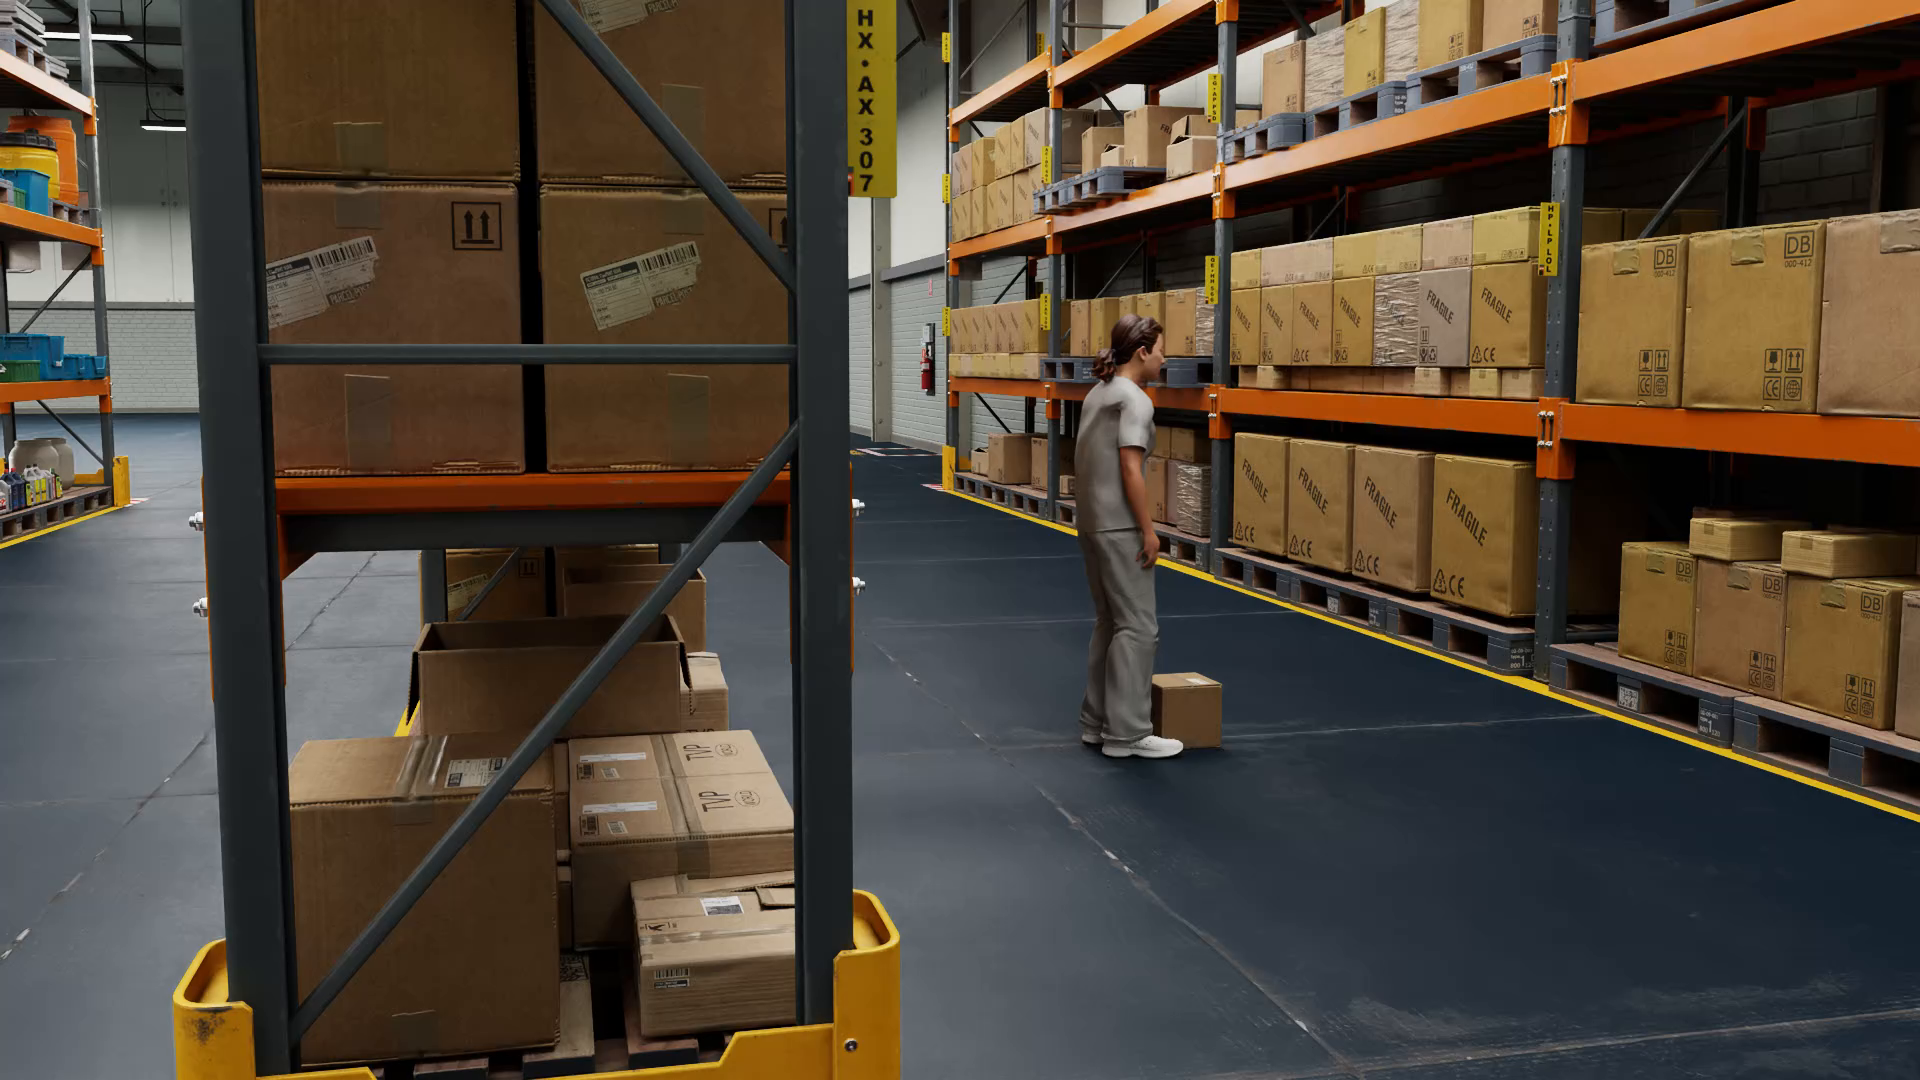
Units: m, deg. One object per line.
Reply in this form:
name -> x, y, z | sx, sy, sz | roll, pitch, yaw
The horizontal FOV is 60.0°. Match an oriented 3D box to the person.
person -> 0.627, -0.027, 6.393 | 0.354, 1.673, 0.490 | -2, 6, -14
